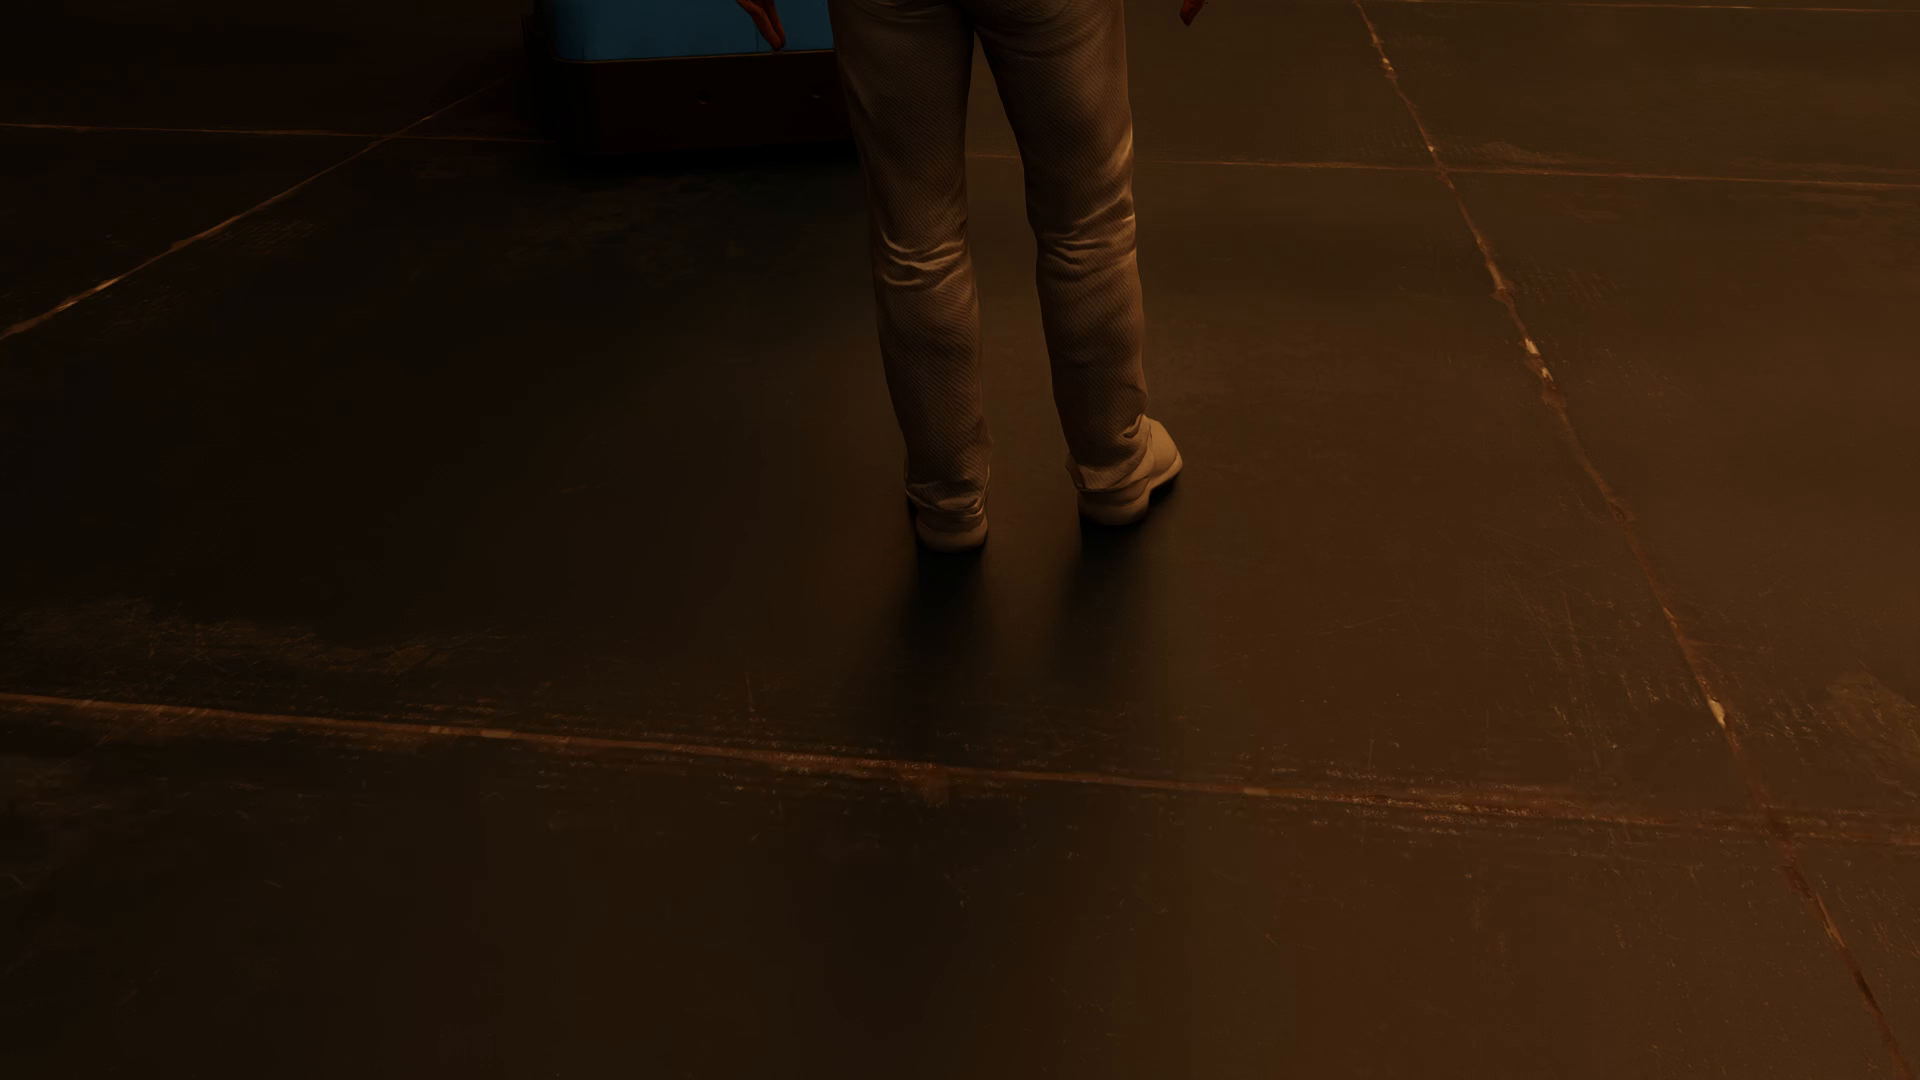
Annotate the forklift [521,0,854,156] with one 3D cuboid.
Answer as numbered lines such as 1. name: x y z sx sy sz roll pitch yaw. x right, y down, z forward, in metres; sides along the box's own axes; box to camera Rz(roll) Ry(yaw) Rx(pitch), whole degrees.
1. forklift: -0.927 -2.957 5.144 1.130 2.935 3.031 -7 27 -14

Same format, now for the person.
1. person: 0.014 -0.827 2.164 0.666 1.768 0.575 3 27 7
